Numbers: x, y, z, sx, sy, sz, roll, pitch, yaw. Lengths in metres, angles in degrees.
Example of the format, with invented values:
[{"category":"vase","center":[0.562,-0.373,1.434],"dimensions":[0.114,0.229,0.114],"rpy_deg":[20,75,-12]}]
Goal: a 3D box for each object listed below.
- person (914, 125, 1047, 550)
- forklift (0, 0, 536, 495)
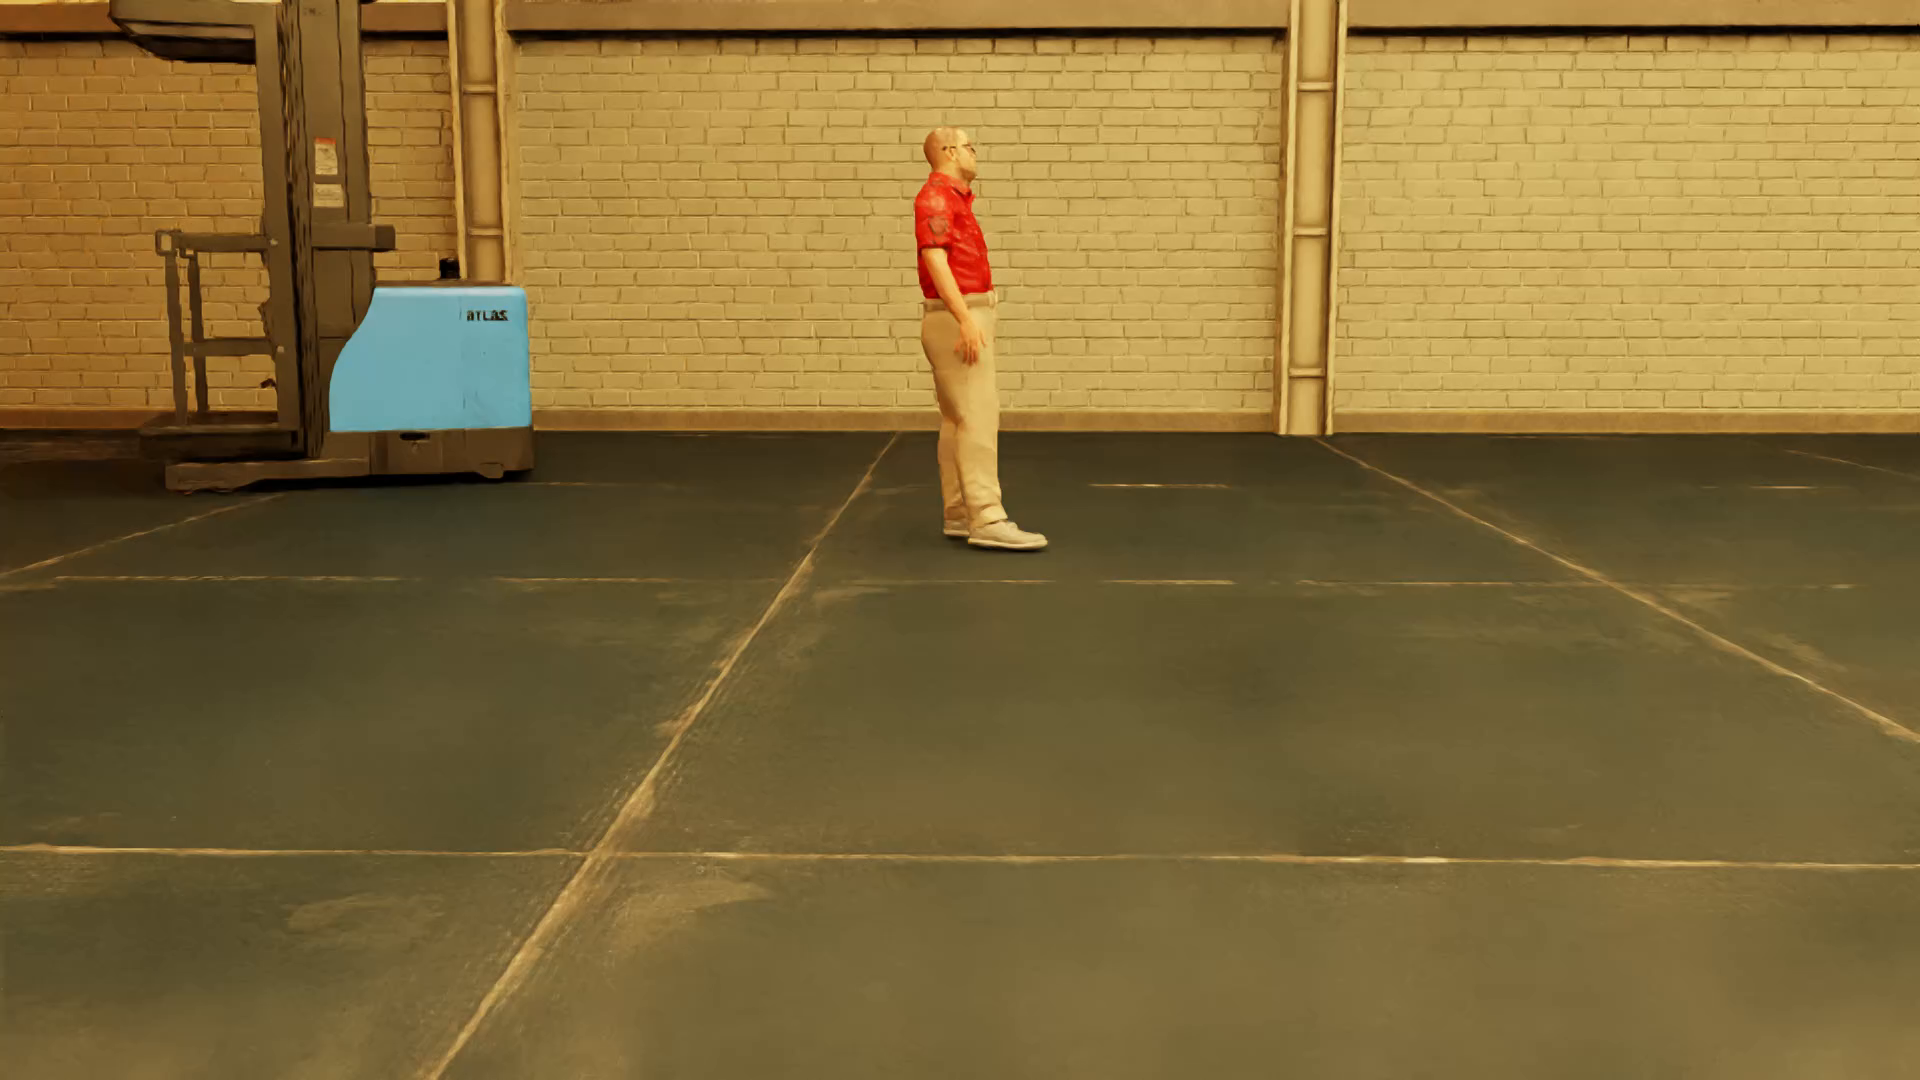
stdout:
[{"category":"person","center":[0.089,-0.860,6.981],"dimensions":[0.550,1.727,0.640],"rpy_deg":[0,9,1]},{"category":"forklift","center":[-3.946,-1.772,9.021],"dimensions":[3.031,2.935,1.130],"rpy_deg":[-3,9,-18]}]
